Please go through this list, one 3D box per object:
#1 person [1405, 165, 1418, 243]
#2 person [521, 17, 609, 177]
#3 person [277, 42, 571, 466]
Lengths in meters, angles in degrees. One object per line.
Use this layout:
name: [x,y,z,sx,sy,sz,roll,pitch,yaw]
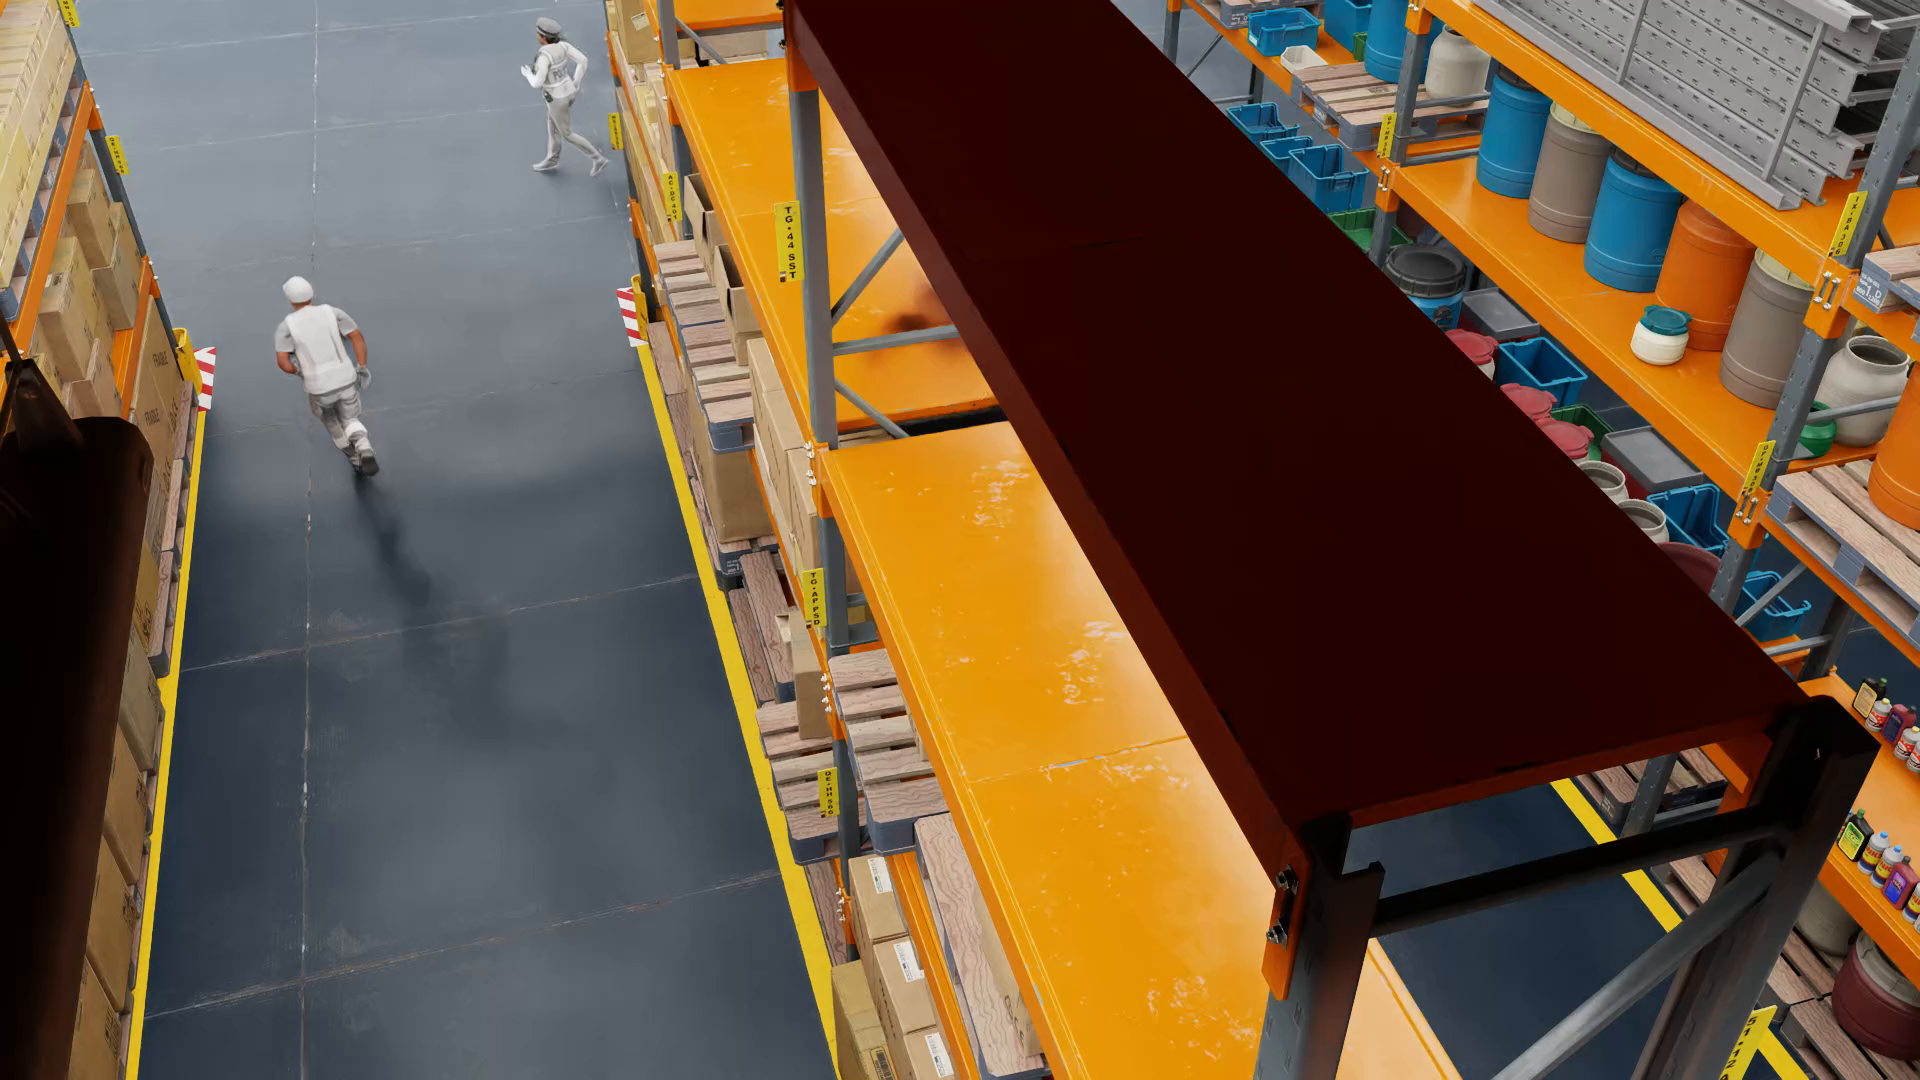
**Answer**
person: [4.172,-3.091,15.184,0.643,1.675,0.781,-12,40,-15]
person: [-4.113,-4.549,17.160,0.943,1.683,0.608,11,40,13]
person: [-4.515,-2.826,14.986,4.567,1.644,4.306,-27,46,-30]
